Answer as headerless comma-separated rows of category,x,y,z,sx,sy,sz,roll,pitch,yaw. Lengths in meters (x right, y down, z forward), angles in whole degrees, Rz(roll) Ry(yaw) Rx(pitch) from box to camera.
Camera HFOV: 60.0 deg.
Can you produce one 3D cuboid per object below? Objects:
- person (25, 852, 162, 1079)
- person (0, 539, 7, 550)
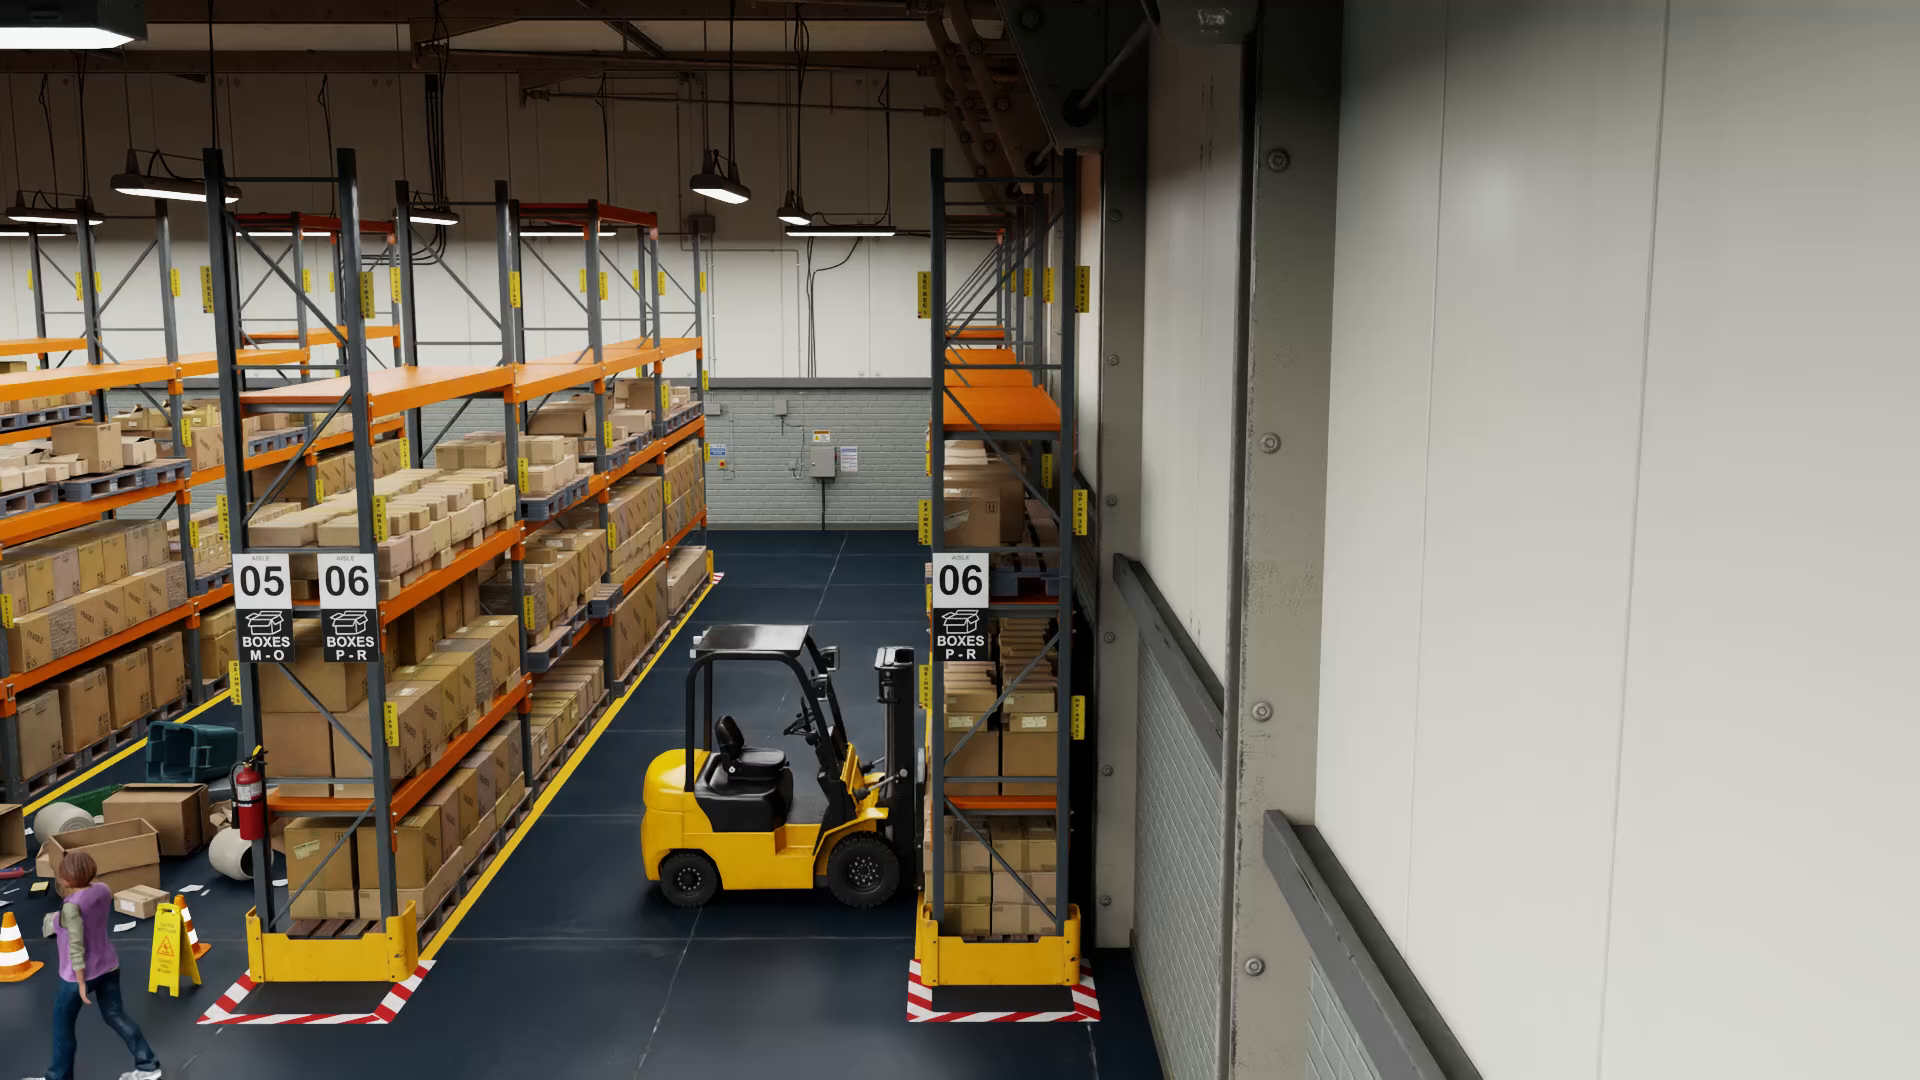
person,-5.527,2.732,10.523,0.789,1.570,0.420,2,9,13
person,-12.836,0.757,22.175,0.578,1.743,0.509,3,10,18
